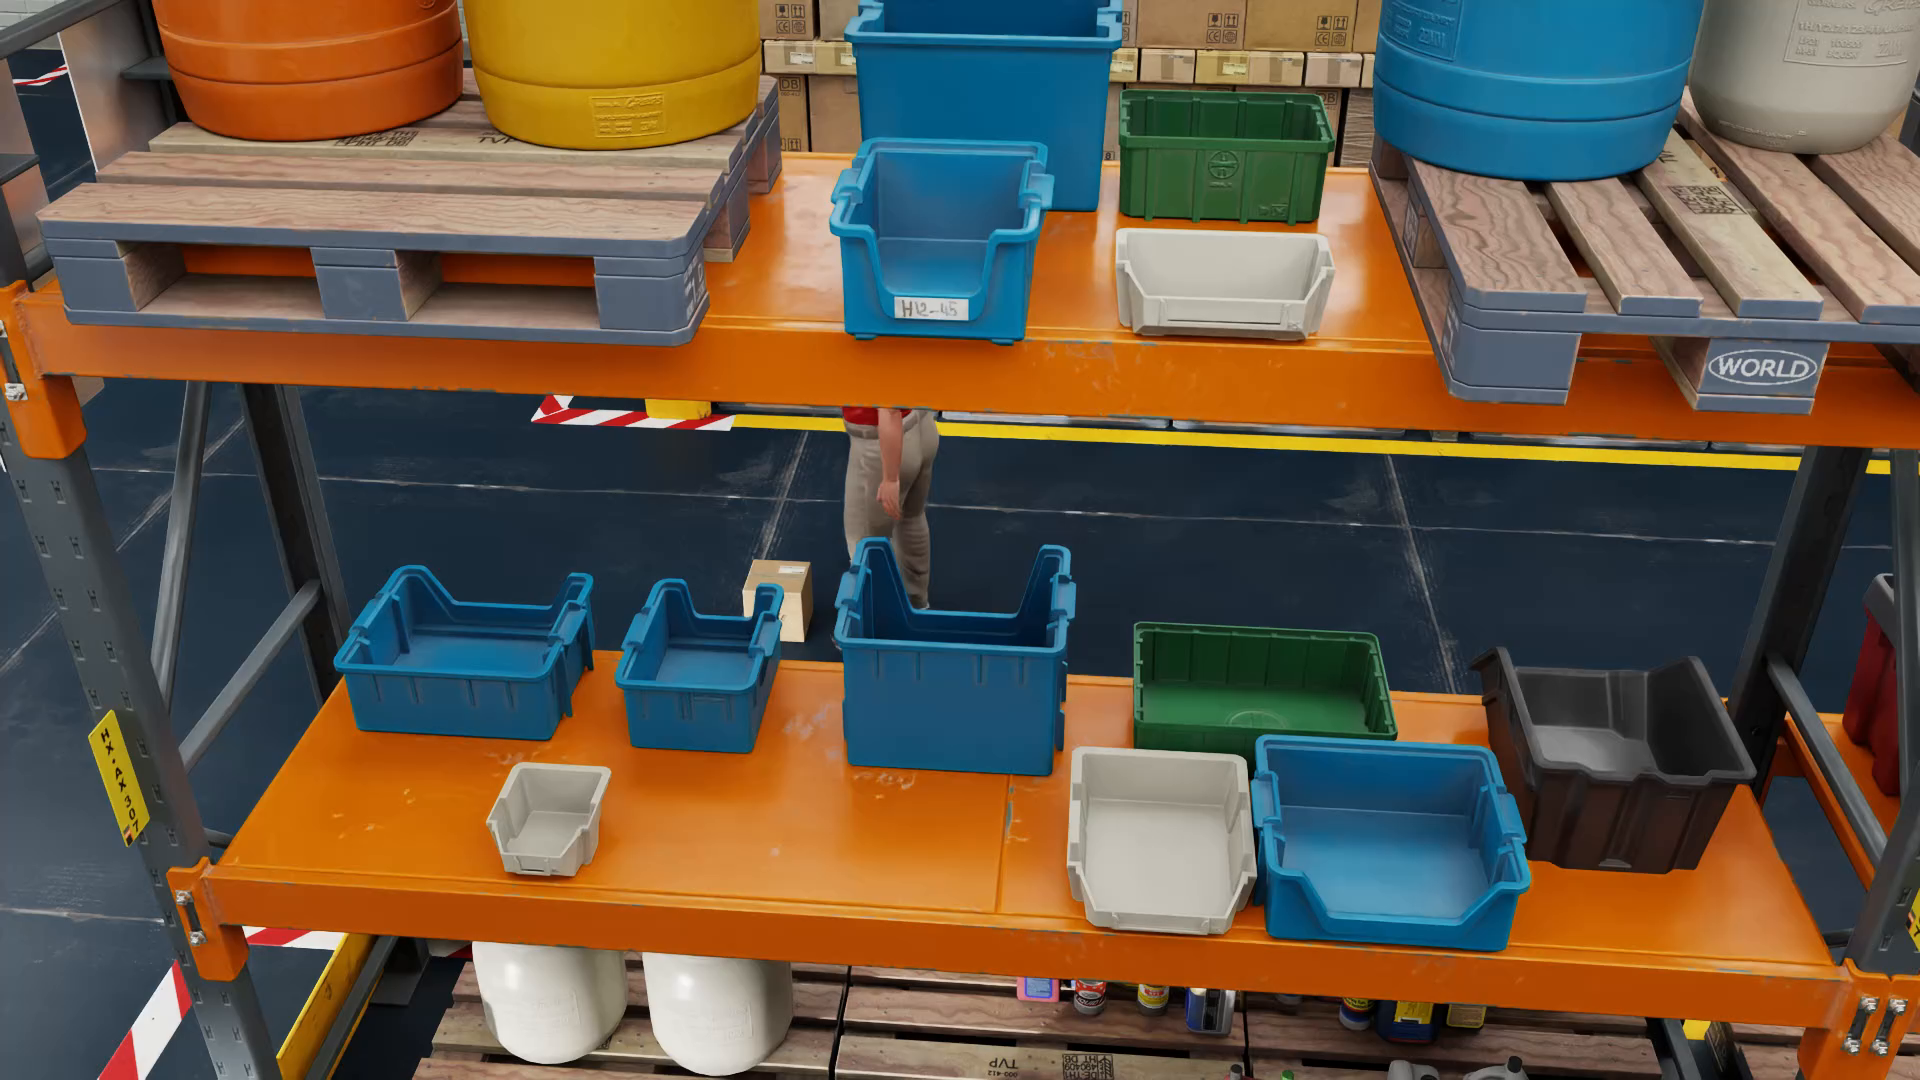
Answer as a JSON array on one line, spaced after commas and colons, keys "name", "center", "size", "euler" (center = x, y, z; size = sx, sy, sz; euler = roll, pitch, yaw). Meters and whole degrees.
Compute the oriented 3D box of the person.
[{"name": "person", "center": [-0.284, -0.361, 6.749], "size": [0.401, 1.769, 0.665], "euler": [13, 34, 20]}]
